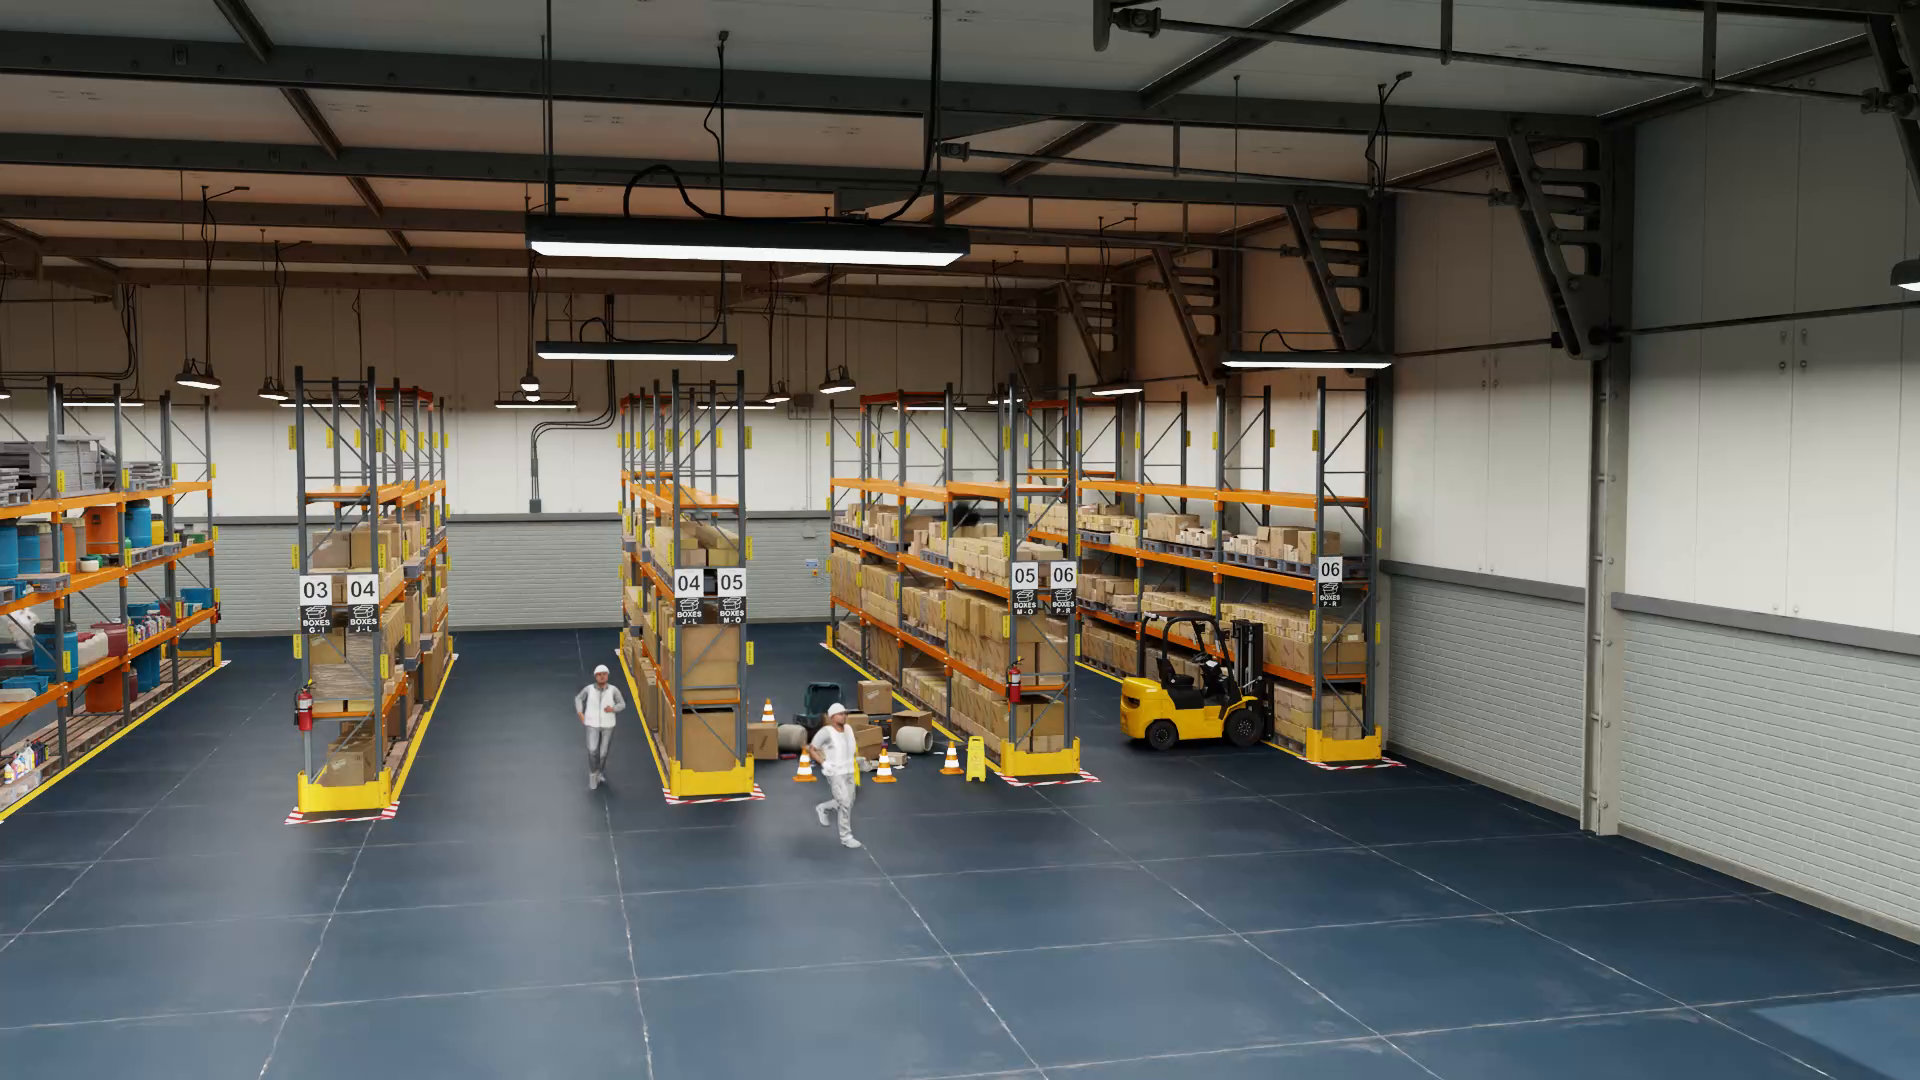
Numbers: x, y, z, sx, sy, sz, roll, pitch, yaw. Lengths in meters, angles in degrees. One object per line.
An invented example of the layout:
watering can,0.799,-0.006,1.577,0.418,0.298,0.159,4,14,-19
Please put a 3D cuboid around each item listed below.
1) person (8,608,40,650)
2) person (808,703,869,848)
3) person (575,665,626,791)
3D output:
person,-19.790,2.091,35.198,0.615,1.613,0.556,-2,4,-31
person,-1.543,2.902,20.665,0.803,1.762,0.680,3,4,38
person,-5.178,2.694,23.985,0.709,1.788,0.701,-1,4,-14
